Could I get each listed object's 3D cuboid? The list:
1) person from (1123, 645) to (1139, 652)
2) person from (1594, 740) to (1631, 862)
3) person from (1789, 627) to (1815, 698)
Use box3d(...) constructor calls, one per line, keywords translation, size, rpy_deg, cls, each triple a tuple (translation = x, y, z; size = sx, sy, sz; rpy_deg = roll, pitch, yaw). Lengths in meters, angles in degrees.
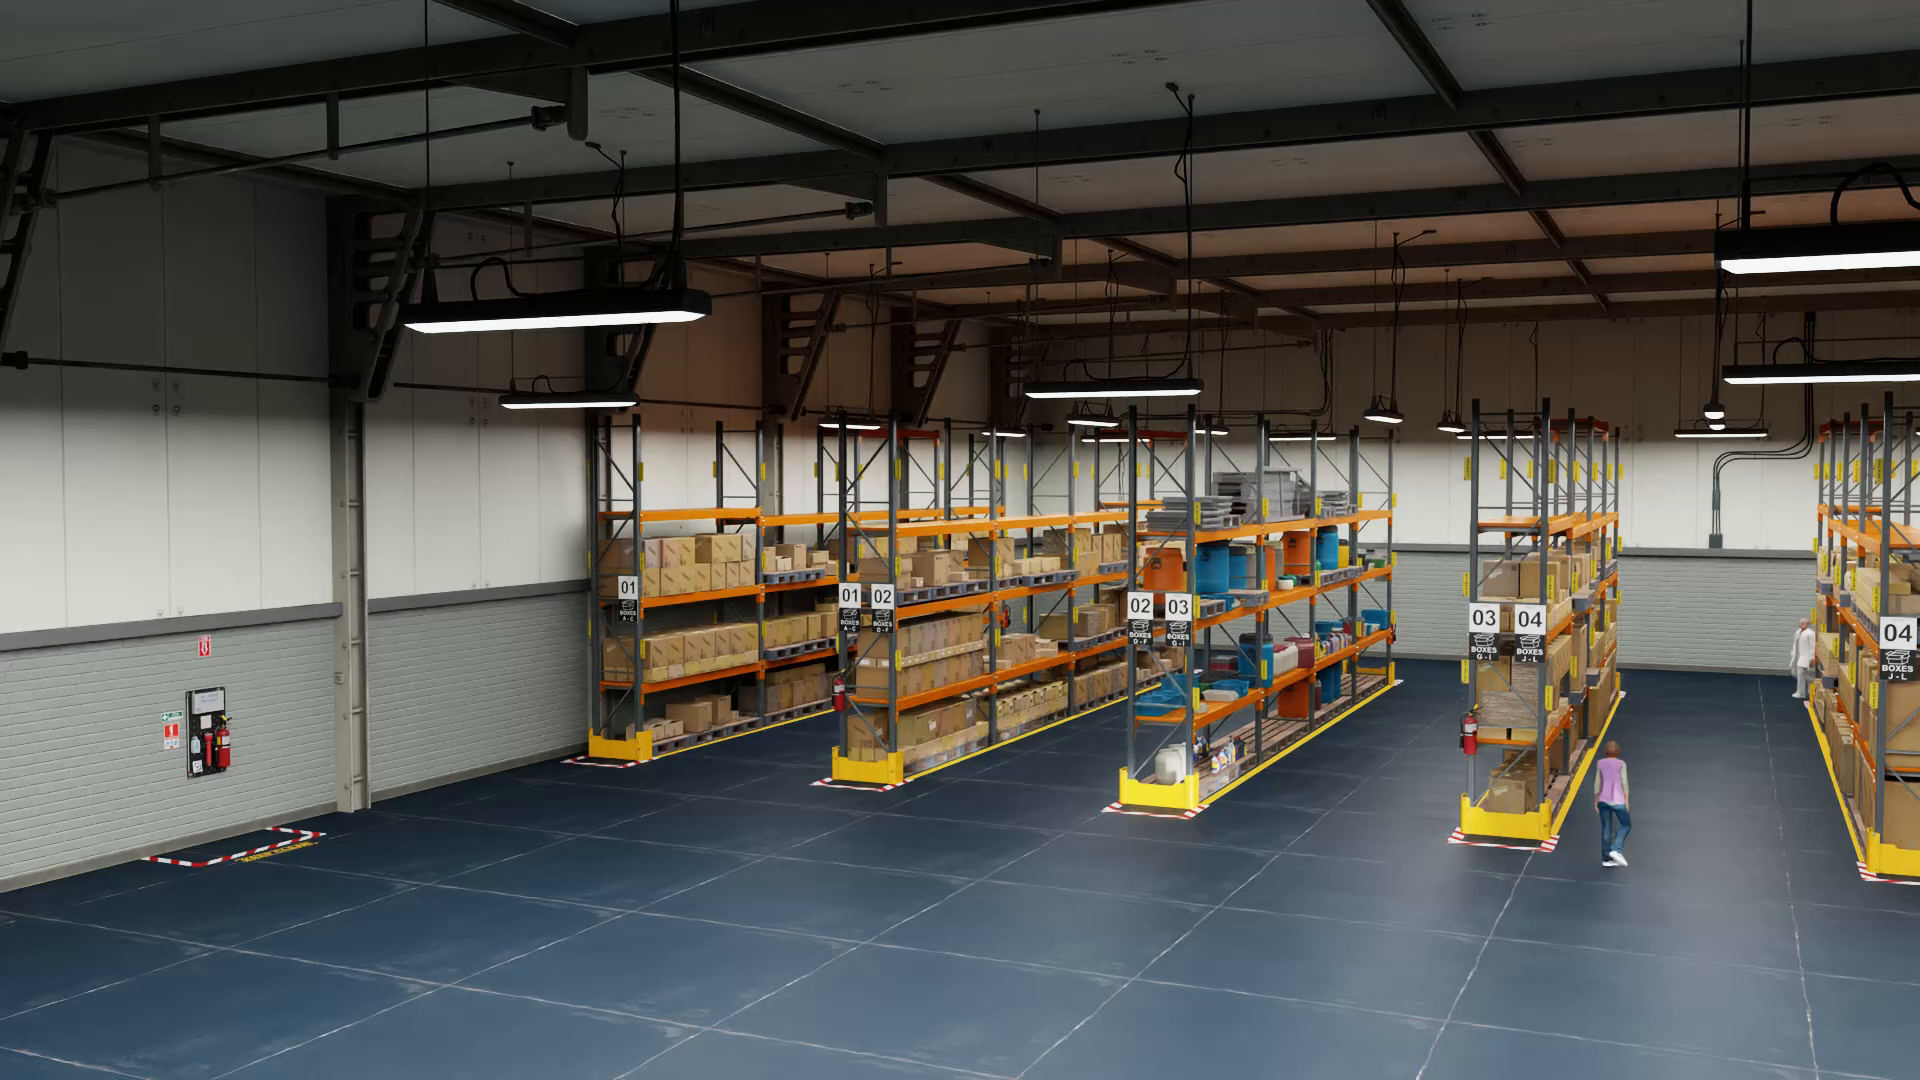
box3d(translation=(4.419, 2.347, 42.634), size=(0.720, 1.769, 0.560), rpy_deg=(-1, 3, -23), cls="person")
box3d(translation=(8.251, 3.302, 21.067), size=(0.420, 1.534, 0.399), rpy_deg=(2, 3, 45), cls="person")
box3d(translation=(18.635, 2.692, 36.679), size=(0.804, 1.554, 0.606), rpy_deg=(-1, 2, -19), cls="person")
